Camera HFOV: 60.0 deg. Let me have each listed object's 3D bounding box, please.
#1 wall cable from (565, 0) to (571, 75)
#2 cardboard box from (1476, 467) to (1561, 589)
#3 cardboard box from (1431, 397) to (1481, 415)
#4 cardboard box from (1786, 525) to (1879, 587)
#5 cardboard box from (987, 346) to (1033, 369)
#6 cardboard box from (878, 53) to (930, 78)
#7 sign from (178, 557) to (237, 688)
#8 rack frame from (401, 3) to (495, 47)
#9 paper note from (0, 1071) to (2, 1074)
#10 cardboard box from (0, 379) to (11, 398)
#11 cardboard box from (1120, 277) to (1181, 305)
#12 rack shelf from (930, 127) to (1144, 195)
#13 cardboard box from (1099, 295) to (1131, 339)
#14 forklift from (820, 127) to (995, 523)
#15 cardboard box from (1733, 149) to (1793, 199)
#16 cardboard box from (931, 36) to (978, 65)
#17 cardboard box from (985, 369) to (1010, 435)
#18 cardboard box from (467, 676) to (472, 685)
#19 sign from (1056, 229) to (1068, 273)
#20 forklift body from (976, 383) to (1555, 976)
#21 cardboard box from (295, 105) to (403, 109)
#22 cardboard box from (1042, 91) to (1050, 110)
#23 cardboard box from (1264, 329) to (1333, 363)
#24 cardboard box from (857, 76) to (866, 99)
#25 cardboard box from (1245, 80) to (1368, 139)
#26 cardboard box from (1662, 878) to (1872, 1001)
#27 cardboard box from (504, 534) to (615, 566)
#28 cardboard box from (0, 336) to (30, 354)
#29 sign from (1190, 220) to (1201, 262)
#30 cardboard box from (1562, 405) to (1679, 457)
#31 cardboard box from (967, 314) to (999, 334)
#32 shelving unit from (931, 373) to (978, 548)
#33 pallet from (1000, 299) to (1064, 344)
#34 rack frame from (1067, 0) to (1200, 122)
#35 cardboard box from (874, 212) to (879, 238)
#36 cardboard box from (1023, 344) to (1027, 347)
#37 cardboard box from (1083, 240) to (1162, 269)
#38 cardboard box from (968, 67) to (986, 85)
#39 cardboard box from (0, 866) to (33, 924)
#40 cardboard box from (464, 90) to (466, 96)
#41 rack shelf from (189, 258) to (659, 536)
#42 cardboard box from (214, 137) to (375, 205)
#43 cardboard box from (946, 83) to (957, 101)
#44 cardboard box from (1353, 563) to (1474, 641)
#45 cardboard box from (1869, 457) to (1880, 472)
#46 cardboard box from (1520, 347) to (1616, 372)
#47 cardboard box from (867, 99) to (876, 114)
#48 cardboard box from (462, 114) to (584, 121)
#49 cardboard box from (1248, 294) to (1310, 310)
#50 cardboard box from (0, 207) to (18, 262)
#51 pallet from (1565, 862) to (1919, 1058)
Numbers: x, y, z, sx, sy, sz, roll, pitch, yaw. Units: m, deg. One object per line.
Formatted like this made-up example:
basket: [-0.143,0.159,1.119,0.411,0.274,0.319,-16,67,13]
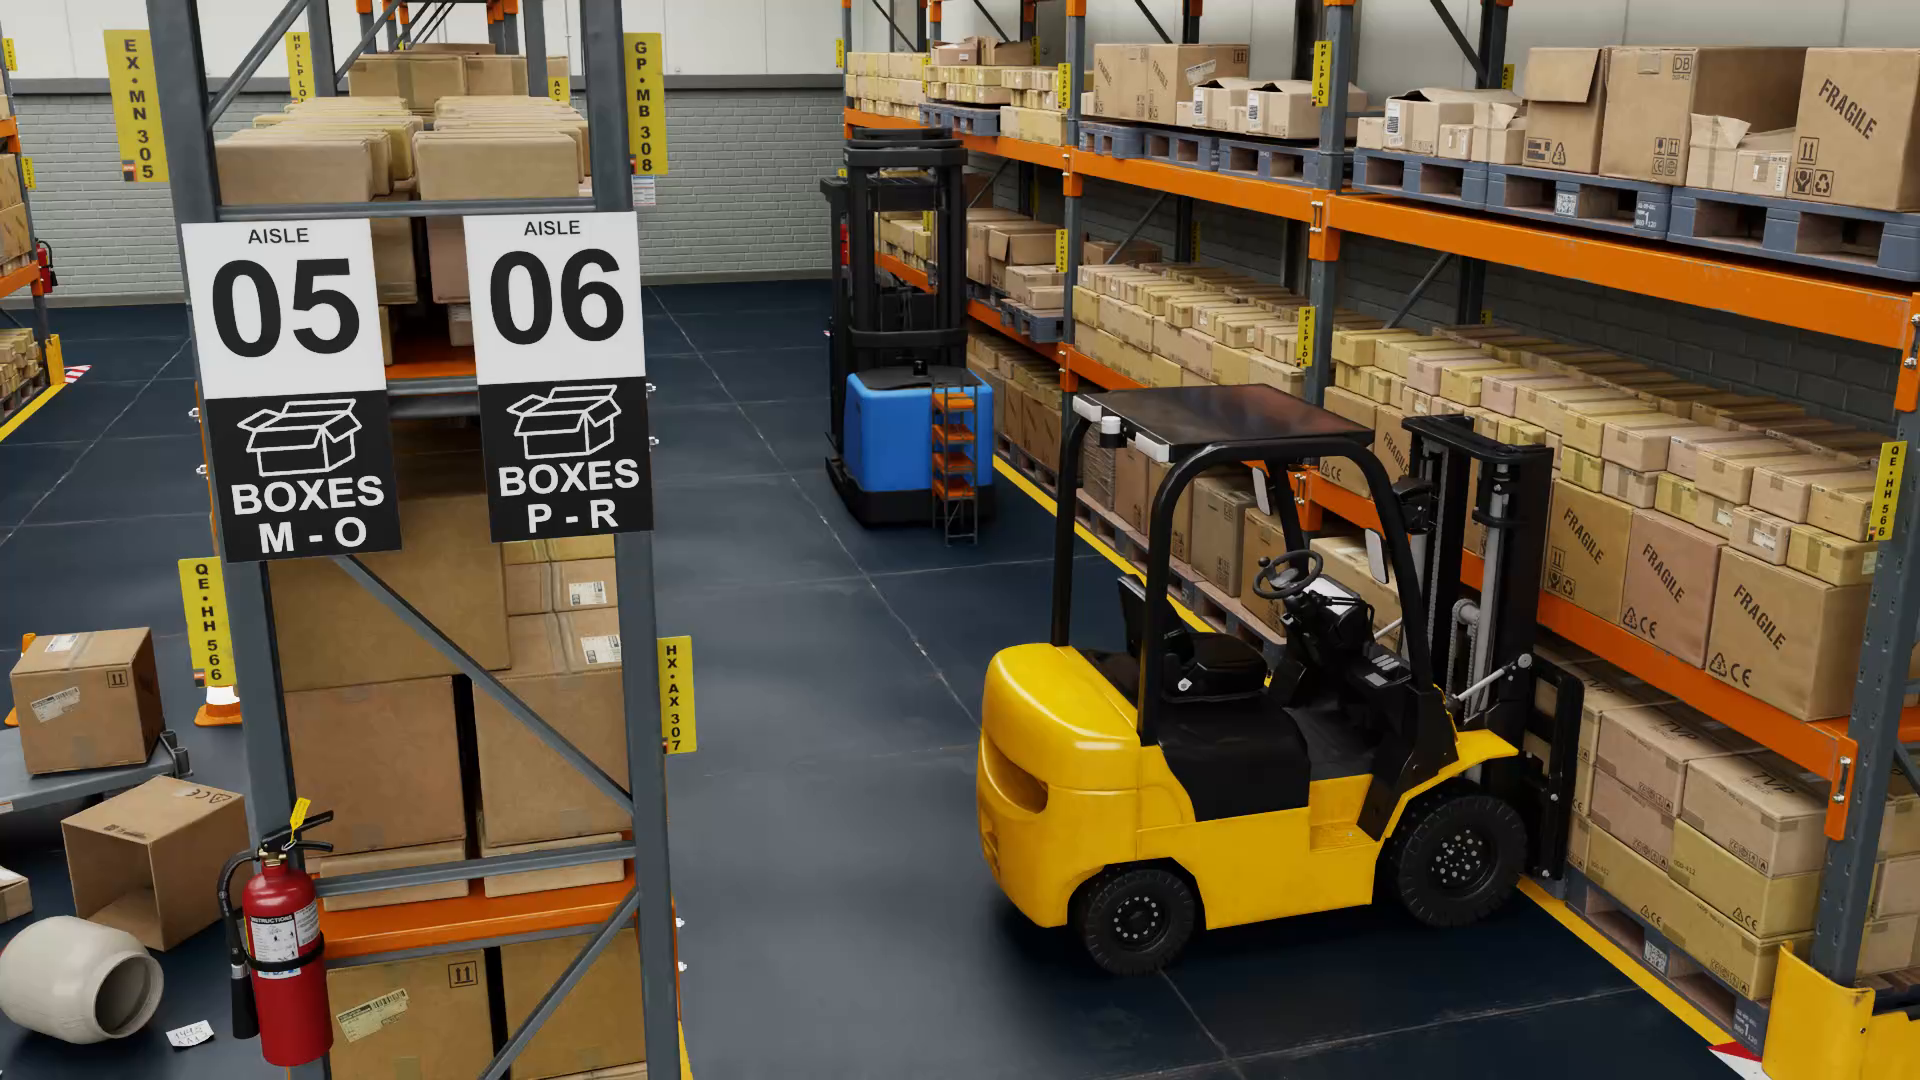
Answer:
wall cable: [-6.779,-8.042,23.581,2.355,3.000,0.029,-5,17,-15]
cardboard box: [2.689,-0.114,7.443,0.500,0.500,0.500,-5,17,-15]
cardboard box: [2.474,-0.594,7.915,0.380,0.149,0.250,-5,17,-16]
cardboard box: [3.135,0.041,5.799,0.380,0.149,0.250,-4,17,-14]
cardboard box: [0.464,-1.684,15.331,0.380,0.149,0.250,-4,17,-13]
cardboard box: [-0.594,-5.136,17.997,0.500,0.250,0.500,-4,17,-14]
sign: [-1.811,0.200,4.012,0.100,0.325,0.005,-5,17,-15]
rack frame: [-5.669,-6.432,18.222,1.000,3.000,0.127,-5,17,-15]
paper note: [-3.534,1.944,5.948,0.148,0.019,0.142,1,17,4]
cardboard box: [-9.631,-1.493,16.434,0.380,0.149,0.250,-4,17,-14]
cardboard box: [1.360,-1.772,11.837,0.380,0.149,0.250,-4,17,-15]
rack shelf: [0.752,-3.385,14.542,1.077,0.370,4.000,-5,17,-15]
cardboard box: [1.325,-1.626,12.043,0.500,0.250,0.500,-4,17,-14]
forklift: [-0.540,-1.919,13.745,1.130,2.935,3.031,-4,17,-12]
cardboard box: [2.980,-1.297,5.874,0.380,0.149,0.250,-5,17,-17]
cardboard box: [-0.051,-4.641,15.770,0.396,0.266,0.258,-5,17,-16]
cardboard box: [0.544,-1.269,15.078,0.500,0.500,0.500,-5,18,-17]
cardboard box: [-1.981,0.477,6.088,0.380,0.149,0.250,-5,17,-15]
sign: [0.782,-2.210,12.721,0.100,0.325,0.005,-5,17,-15]
forklift body: [1.225,0.500,7.049,2.313,2.155,1.214,-5,17,-15]
cardboard box: [-2.271,-1.542,6.207,0.380,0.149,0.250,-5,18,-17]
cardboard box: [0.872,-3.522,13.316,0.380,0.149,0.250,-4,17,-14]
cardboard box: [2.005,-1.138,9.726,0.380,0.149,0.250,-5,17,-16]
cardboard box: [-0.878,-5.176,18.999,0.500,0.250,0.500,-4,17,-14]
cardboard box: [1.968,-2.457,9.454,0.500,0.311,0.500,-5,18,-17]
cardboard box: [3.067,1.484,6.346,0.500,0.250,0.500,-5,17,-15]
cardboard box: [-1.422,0.240,5.748,0.500,0.500,0.500,-5,17,-16]
cardboard box: [-9.804,-1.998,17.081,0.380,0.149,0.250,-5,17,-16]
sign: [1.834,-2.339,13.011,0.100,0.325,0.005,-5,17,-15]
cardboard box: [2.752,-0.455,6.934,0.380,0.149,0.250,-4,17,-14]
cardboard box: [0.162,-2.114,16.248,0.380,0.149,0.250,-6,18,-18]
shelving unit: [-0.042,-0.597,12.352,0.258,1.200,0.503,-3,17,-11]
pallet: [1.048,-1.829,13.661,1.213,0.211,1.003,-5,17,-15]
rack frame: [1.301,-4.612,12.165,1.000,3.000,0.127,-5,17,-15]
cardboard box: [-0.750,-3.597,18.955,0.500,0.250,0.500,-5,17,-16]
cardboard box: [0.829,-1.874,15.963,0.380,0.149,0.250,-6,18,-18]
cardboard box: [1.310,-2.143,13.468,0.500,0.500,0.500,-4,17,-13]
cardboard box: [0.283,-4.085,14.640,0.380,0.149,0.250,-5,17,-15]
cardboard box: [-4.211,1.465,7.113,0.396,0.266,0.258,11,20,32]
cardboard box: [-3.023,-2.412,9.875,0.797,0.503,0.637,-5,17,-15]
rack shelf: [-1.821,-0.778,5.865,1.077,0.370,4.000,-5,17,-15]
cardboard box: [-1.648,-0.901,4.075,0.380,0.149,0.250,-5,17,-15]
cardboard box: [0.091,-4.083,15.151,0.380,0.149,0.250,-4,17,-14]
cardboard box: [2.363,0.305,8.534,0.500,0.250,0.500,-5,17,-15]
cardboard box: [3.600,-0.216,6.138,0.380,0.149,0.250,-4,17,-13]
cardboard box: [3.023,-0.860,8.284,0.380,0.149,0.250,-5,17,-16]
cardboard box: [-0.833,-4.870,18.674,0.380,0.149,0.250,-5,17,-15]
cardboard box: [-1.418,-1.303,5.412,0.380,0.149,0.250,-4,17,-14]
cardboard box: [2.136,-1.531,11.033,0.380,0.149,0.250,-5,17,-15]
cardboard box: [-9.893,-3.083,16.810,0.500,0.500,0.500,-5,17,-16]
pallet: [3.250,1.601,6.756,1.003,0.211,1.213,-5,17,-15]
